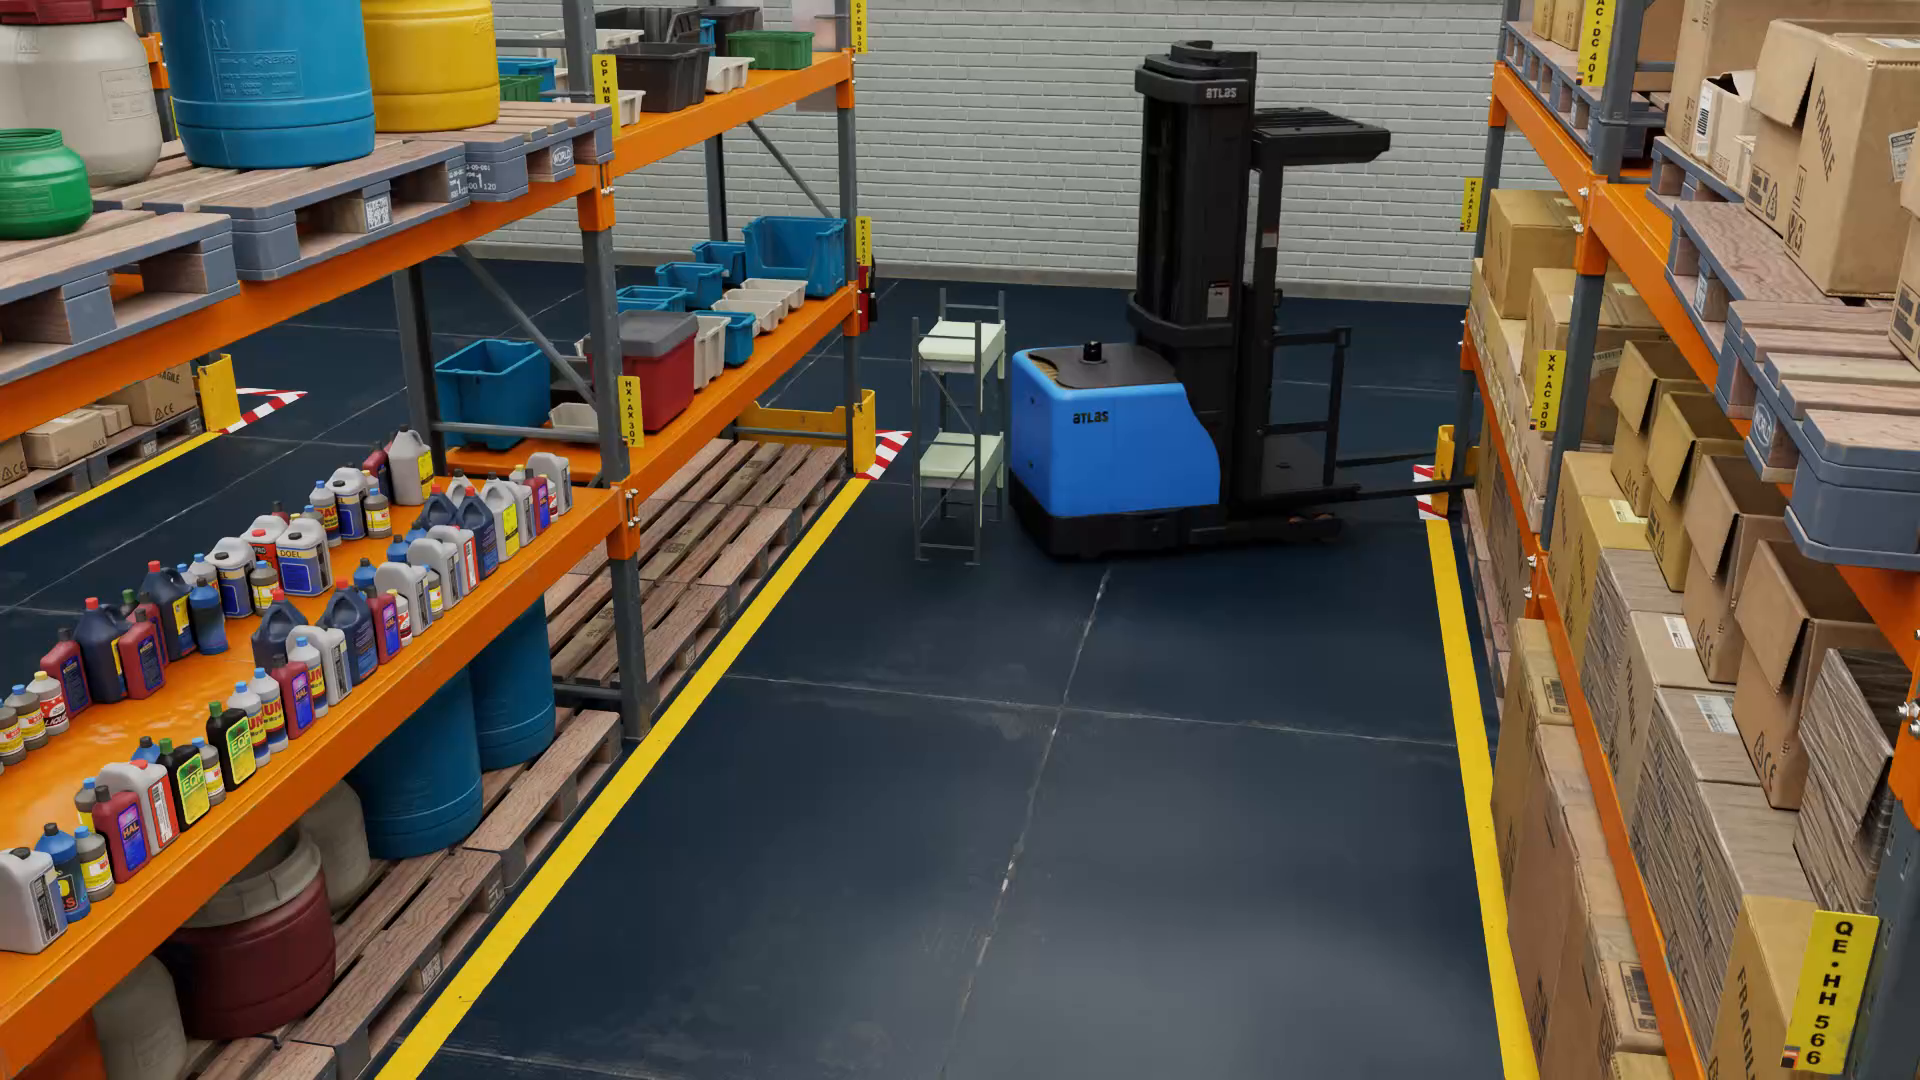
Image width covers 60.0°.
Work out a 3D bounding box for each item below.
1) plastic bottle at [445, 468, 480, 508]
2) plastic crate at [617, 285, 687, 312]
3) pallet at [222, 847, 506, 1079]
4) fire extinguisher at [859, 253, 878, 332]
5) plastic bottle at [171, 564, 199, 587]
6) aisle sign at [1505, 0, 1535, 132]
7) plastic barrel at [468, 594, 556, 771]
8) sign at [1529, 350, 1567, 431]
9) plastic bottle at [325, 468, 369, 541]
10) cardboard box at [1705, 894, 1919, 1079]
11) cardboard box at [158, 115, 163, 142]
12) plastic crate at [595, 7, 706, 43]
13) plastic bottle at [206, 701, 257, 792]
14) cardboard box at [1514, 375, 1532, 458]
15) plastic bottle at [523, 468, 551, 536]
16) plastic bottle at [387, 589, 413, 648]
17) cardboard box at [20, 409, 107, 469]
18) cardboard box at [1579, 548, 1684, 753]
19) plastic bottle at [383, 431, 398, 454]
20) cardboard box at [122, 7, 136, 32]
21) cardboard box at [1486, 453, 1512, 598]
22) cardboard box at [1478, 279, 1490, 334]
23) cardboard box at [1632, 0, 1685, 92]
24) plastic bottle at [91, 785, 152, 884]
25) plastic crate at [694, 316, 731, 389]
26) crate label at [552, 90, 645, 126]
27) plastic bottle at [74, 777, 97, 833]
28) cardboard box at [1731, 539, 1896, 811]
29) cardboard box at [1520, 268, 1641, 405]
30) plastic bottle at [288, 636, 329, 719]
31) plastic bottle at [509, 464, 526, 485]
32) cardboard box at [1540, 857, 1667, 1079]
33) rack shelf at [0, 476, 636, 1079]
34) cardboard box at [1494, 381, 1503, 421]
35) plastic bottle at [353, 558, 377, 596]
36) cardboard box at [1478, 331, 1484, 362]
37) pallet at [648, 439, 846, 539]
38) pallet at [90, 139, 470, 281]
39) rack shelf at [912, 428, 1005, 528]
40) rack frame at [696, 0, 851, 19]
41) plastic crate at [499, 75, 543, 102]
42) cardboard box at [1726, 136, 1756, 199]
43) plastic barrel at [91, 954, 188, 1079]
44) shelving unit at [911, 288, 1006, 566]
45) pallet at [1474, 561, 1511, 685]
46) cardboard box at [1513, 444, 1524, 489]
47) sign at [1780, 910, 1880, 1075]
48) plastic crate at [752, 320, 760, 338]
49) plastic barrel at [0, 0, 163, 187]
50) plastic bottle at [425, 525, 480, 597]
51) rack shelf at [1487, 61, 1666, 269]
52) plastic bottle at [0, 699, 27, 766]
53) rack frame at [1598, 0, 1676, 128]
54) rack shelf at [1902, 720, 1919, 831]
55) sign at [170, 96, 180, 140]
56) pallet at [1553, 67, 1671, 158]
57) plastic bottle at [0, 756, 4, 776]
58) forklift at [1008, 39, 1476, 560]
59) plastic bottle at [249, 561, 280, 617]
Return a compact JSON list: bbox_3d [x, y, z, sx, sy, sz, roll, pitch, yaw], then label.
[{"bbox_3d":[-2.006,-0.110,6.678,0.144,0.351,0.185,4,22,11],"label":"plastic bottle"},{"bbox_3d":[-1.823,-1.349,9.833,0.416,0.233,0.300,4,22,11],"label":"plastic crate"},{"bbox_3d":[-2.443,1.537,6.255,1.003,0.211,1.213,4,22,11],"label":"pallet"},{"bbox_3d":[-0.706,-1.758,11.305,0.296,0.674,0.183,4,22,11],"label":"fire extinguisher"},{"bbox_3d":[-2.772,0.216,5.974,0.097,0.271,0.097,0,22,0],"label":"plastic bottle"},{"bbox_3d":[3.388,-2.823,9.869,0.394,0.787,0.004,4,22,11],"label":"aisle sign"},{"bbox_3d":[-2.126,0.493,7.360,0.600,0.901,0.708,4,22,11],"label":"plastic barrel"},{"bbox_3d":[2.307,-0.586,6.527,0.100,0.325,0.005,4,22,11],"label":"sign"},{"bbox_3d":[-2.540,-0.151,6.880,0.152,0.276,0.135,4,22,11],"label":"plastic bottle"},{"bbox_3d":[1.893,1.112,3.444,0.500,0.500,0.500,5,23,13],"label":"cardboard box"},{"bbox_3d":[-5.852,-2.651,11.449,0.500,0.500,0.500,4,22,10],"label":"cardboard box"},{"bbox_3d":[-1.763,-2.771,9.286,0.504,0.338,0.767,4,22,11],"label":"plastic crate"},{"bbox_3d":[-2.196,0.601,5.002,0.061,0.283,0.133,4,22,11],"label":"plastic bottle"},{"bbox_3d":[2.787,-0.545,7.494,0.500,0.250,0.500,5,23,13],"label":"cardboard box"},{"bbox_3d":[-1.764,-0.172,6.922,0.061,0.283,0.133,4,22,11],"label":"plastic bottle"},{"bbox_3d":[-2.011,0.274,5.923,0.097,0.201,0.097,0,22,0],"label":"plastic bottle"},{"bbox_3d":[-6.123,-0.691,11.145,0.500,0.250,0.500,4,22,11],"label":"cardboard box"},{"bbox_3d":[2.308,0.364,5.300,0.500,0.500,0.500,4,22,10],"label":"cardboard box"},{"bbox_3d":[-2.490,-0.327,7.307,0.061,0.283,0.133,4,22,11],"label":"plastic bottle"},{"bbox_3d":[-5.877,-3.439,11.062,0.500,0.250,0.500,4,22,11],"label":"cardboard box"},{"bbox_3d":[3.429,-0.205,9.128,0.875,0.875,0.875,4,22,11],"label":"cardboard box"},{"bbox_3d":[3.205,-1.291,9.347,0.500,0.250,0.500,4,22,10],"label":"cardboard box"},{"bbox_3d":[2.952,-2.075,6.646,0.700,0.500,0.500,3,22,8],"label":"cardboard box"},{"bbox_3d":[-2.298,0.784,4.549,0.061,0.283,0.133,4,22,11],"label":"plastic bottle"},{"bbox_3d":[-1.506,-1.000,8.900,0.437,0.282,0.530,4,22,11],"label":"plastic crate"},{"bbox_3d":[-1.615,-1.909,7.416,0.293,0.136,0.466,4,22,11],"label":"crate label"},{"bbox_3d":[-2.441,0.766,4.701,0.097,0.201,0.097,0,22,0],"label":"plastic bottle"},{"bbox_3d":[2.335,0.341,4.014,0.797,0.503,0.637,5,22,12],"label":"cardboard box"},{"bbox_3d":[2.789,-0.893,7.355,0.500,0.500,0.500,5,22,11],"label":"cardboard box"},{"bbox_3d":[-2.123,0.443,5.410,0.097,0.271,0.097,0,22,0],"label":"plastic bottle"},{"bbox_3d":[-1.888,-0.225,7.162,0.097,0.201,0.097,0,22,0],"label":"plastic bottle"},{"bbox_3d":[2.385,1.572,4.717,1.225,0.875,0.875,5,22,11],"label":"cardboard box"},{"bbox_3d":[-2.406,0.582,5.856,1.077,0.370,4.000,4,22,11],"label":"rack shelf"},{"bbox_3d":[2.907,-0.688,8.384,0.380,0.149,0.250,5,22,12],"label":"cardboard box"},{"bbox_3d":[-2.140,0.195,6.027,0.097,0.271,0.097,0,22,0],"label":"plastic bottle"},{"bbox_3d":[3.117,-1.064,9.317,0.380,0.149,0.250,4,22,10],"label":"cardboard box"},{"bbox_3d":[-1.388,-0.354,10.949,1.003,0.211,1.213,4,22,11],"label":"pallet"},{"bbox_3d":[-2.291,-1.078,5.252,1.003,0.211,1.213,4,22,11],"label":"pallet"},{"bbox_3d":[-0.001,-0.391,10.189,0.431,0.370,0.720,4,22,11],"label":"rack shelf"},{"bbox_3d":[-1.182,-4.729,10.049,1.000,3.000,0.127,4,22,11],"label":"rack frame"},{"bbox_3d":[-2.207,-1.954,7.459,0.450,0.188,0.662,4,22,11],"label":"plastic crate"},{"bbox_3d":[2.400,-1.042,4.685,0.380,0.149,0.250,4,22,9],"label":"cardboard box"},{"bbox_3d":[-2.703,1.546,5.269,0.421,0.512,0.421,0,22,0],"label":"plastic barrel"},{"bbox_3d":[-0.001,-0.693,10.067,0.431,1.500,0.755,4,22,11],"label":"shelving unit"},{"bbox_3d":[3.329,0.468,8.908,1.003,0.211,1.213,4,22,11],"label":"pallet"},{"bbox_3d":[2.697,-0.313,7.453,0.380,0.149,0.250,4,22,10],"label":"cardboard box"},{"bbox_3d":[1.491,0.779,2.854,0.100,0.325,0.005,4,22,11],"label":"sign"},{"bbox_3d":[-1.319,-1.221,9.643,0.298,0.136,0.250,4,22,11],"label":"plastic crate"},{"bbox_3d":[-2.600,-1.329,4.880,0.433,0.535,0.433,0,22,0],"label":"plastic barrel"},{"bbox_3d":[-1.939,0.061,6.352,0.152,0.276,0.135,4,22,11],"label":"plastic bottle"},{"bbox_3d":[3.259,-1.895,7.990,1.077,0.370,4.000,4,22,11],"label":"rack shelf"},{"bbox_3d":[-2.961,0.588,5.143,0.097,0.201,0.097,0,22,0],"label":"plastic bottle"},{"bbox_3d":[2.851,-2.888,5.479,1.000,3.000,0.127,4,22,11],"label":"rack frame"},{"bbox_3d":[1.626,1.031,0.726,1.077,0.370,4.000,4,22,11],"label":"rack shelf"},{"bbox_3d":[-5.491,-2.959,11.712,0.100,0.325,0.005,4,22,11],"label":"sign"},{"bbox_3d":[3.028,-1.754,6.797,1.003,0.211,1.213,4,22,11],"label":"pallet"},{"bbox_3d":[-2.981,0.591,5.042,0.097,0.271,0.097,0,22,0],"label":"plastic bottle"},{"bbox_3d":[1.886,-1.518,10.199,3.031,2.935,1.130,-5,23,-13],"label":"forklift"},{"bbox_3d":[-2.576,0.176,6.168,0.097,0.201,0.097,0,22,0],"label":"plastic bottle"}]
